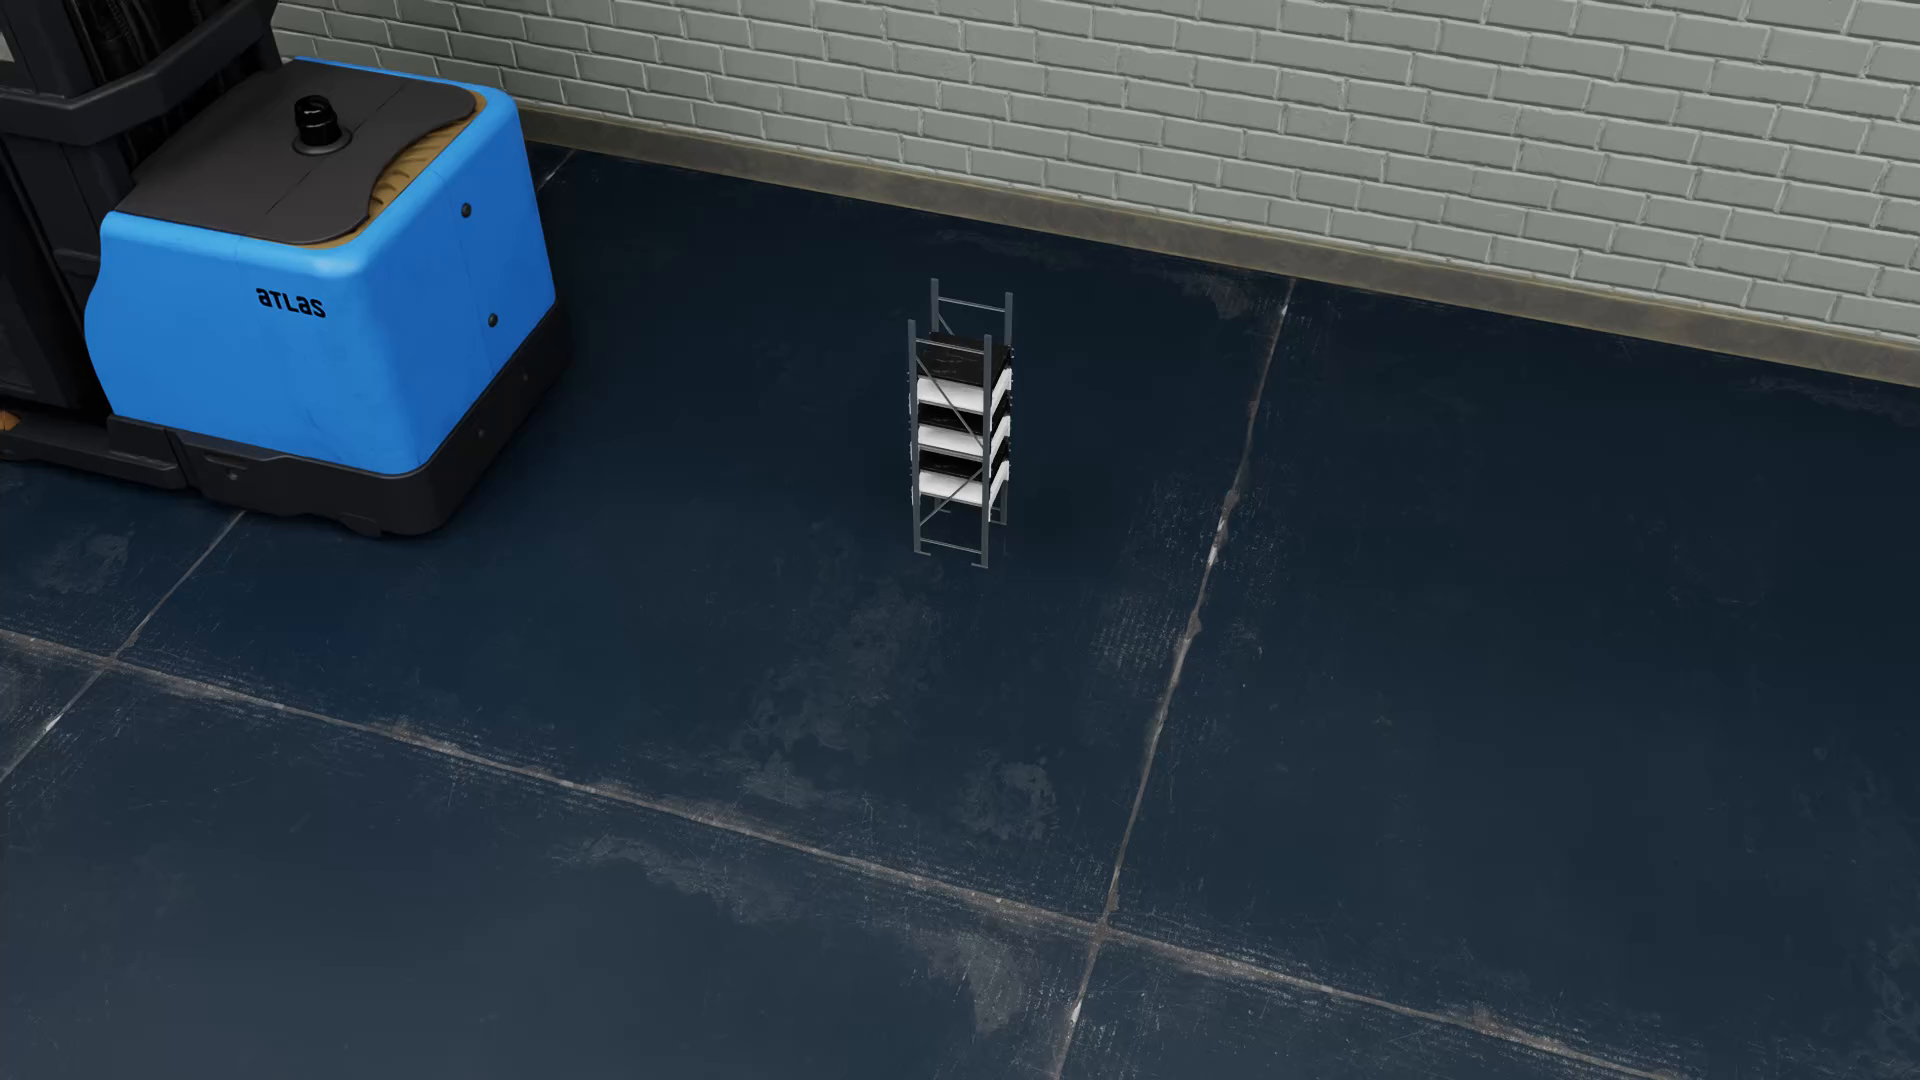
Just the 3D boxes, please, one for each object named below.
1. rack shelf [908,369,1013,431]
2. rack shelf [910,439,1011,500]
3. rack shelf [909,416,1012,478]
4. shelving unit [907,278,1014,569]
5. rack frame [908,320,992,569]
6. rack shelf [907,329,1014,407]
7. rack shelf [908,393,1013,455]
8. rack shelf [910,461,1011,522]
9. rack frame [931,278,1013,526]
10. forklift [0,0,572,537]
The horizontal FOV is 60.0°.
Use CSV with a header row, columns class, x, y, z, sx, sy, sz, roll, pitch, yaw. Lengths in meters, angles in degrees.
class,x,y,z,sx,sy,sz,roll,pitch,yaw
rack shelf,0.002,-0.432,4.838,0.258,0.077,0.200,13,46,12
rack shelf,0.002,-0.239,5.027,0.258,0.077,0.200,13,46,12
rack shelf,0.002,-0.303,4.964,0.258,0.077,0.200,13,46,12
shelving unit,0.002,-0.327,4.941,0.258,0.900,0.210,13,46,12
rack frame,-0.028,-0.259,4.872,0.240,0.900,0.006,13,46,12
rack shelf,0.002,-0.496,4.775,0.258,0.077,0.200,13,46,12
rack shelf,0.002,-0.368,4.901,0.258,0.077,0.200,13,46,12
rack shelf,0.002,-0.175,5.090,0.258,0.077,0.200,13,46,12
rack frame,0.033,-0.395,5.010,0.240,0.900,0.006,13,46,12
forklift,-2.931,-1.653,4.843,3.031,2.935,1.130,12,46,12
